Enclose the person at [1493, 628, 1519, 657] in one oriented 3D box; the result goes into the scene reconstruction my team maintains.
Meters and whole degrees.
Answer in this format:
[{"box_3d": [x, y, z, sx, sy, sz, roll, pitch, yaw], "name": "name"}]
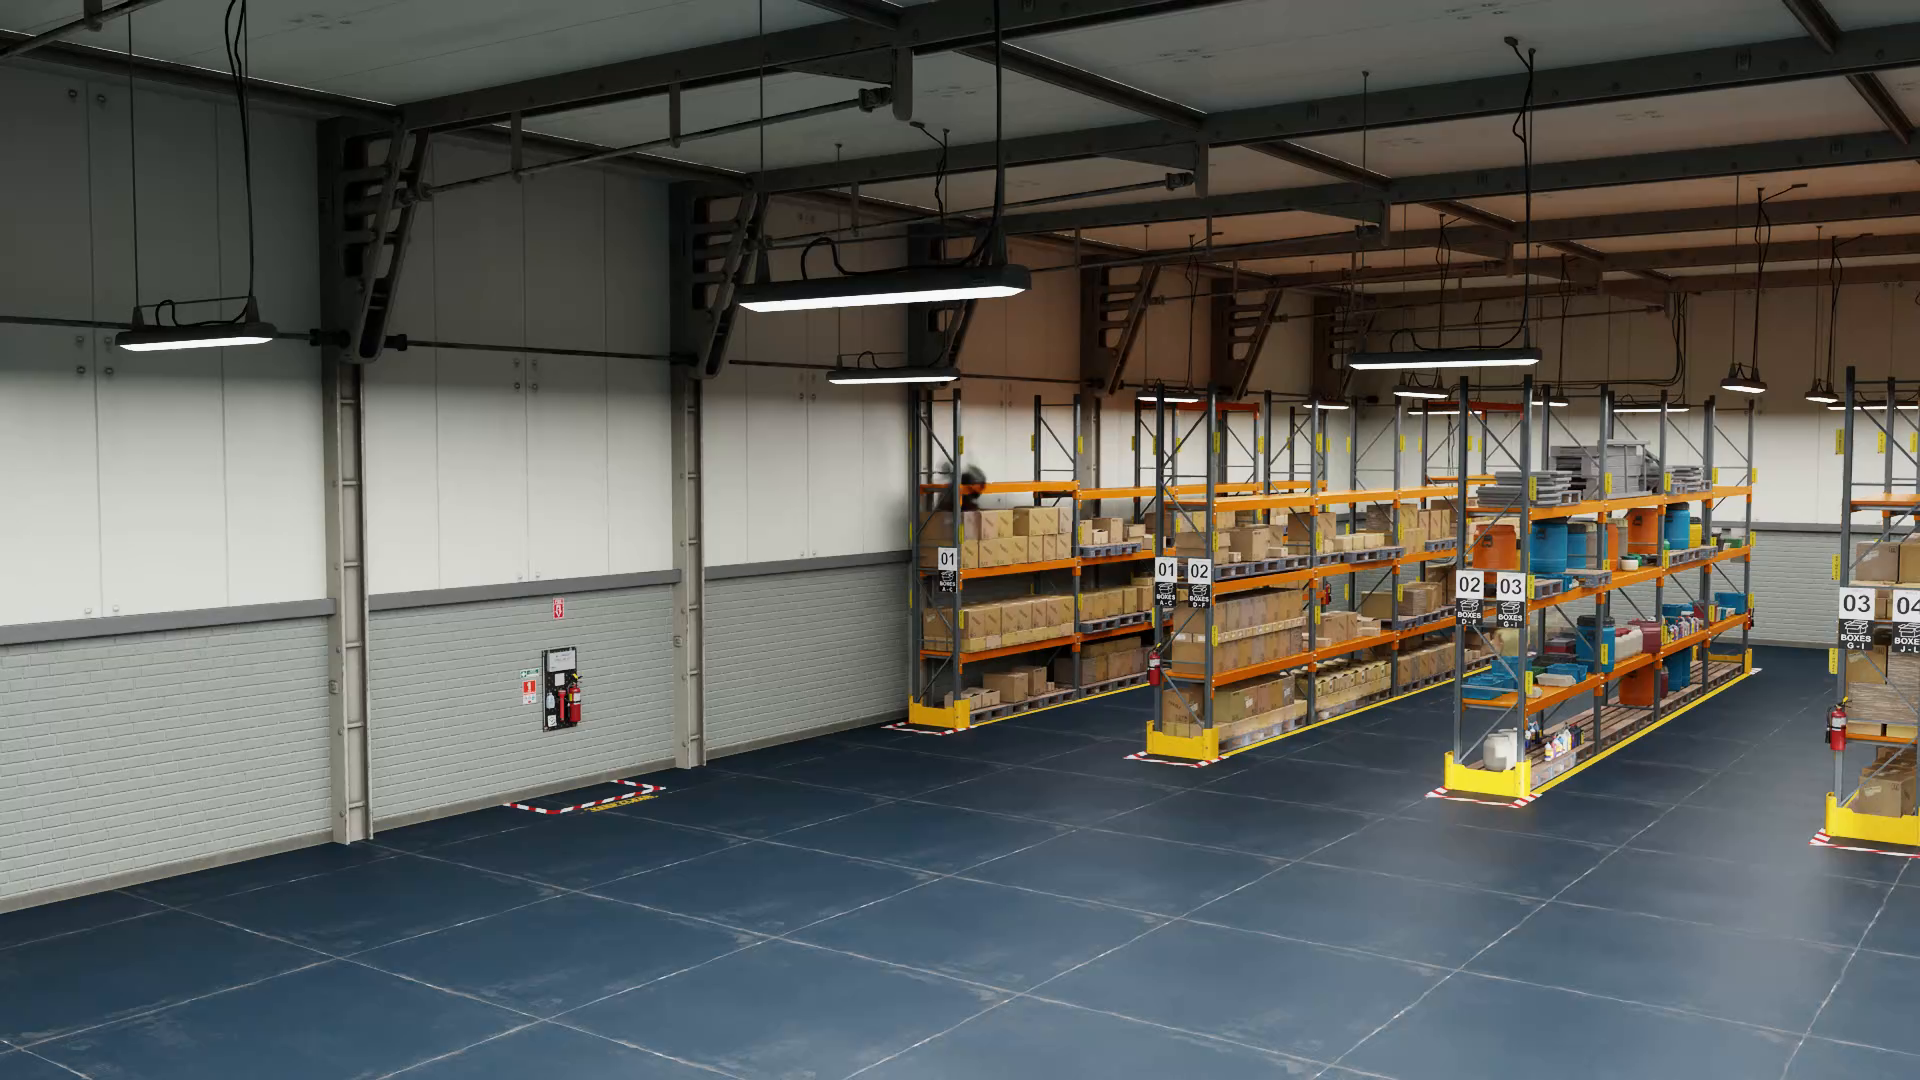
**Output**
[{"box_3d": [10.650, 2.329, 32.284, 0.563, 1.726, 0.778, 2, 4, 31], "name": "person"}]
